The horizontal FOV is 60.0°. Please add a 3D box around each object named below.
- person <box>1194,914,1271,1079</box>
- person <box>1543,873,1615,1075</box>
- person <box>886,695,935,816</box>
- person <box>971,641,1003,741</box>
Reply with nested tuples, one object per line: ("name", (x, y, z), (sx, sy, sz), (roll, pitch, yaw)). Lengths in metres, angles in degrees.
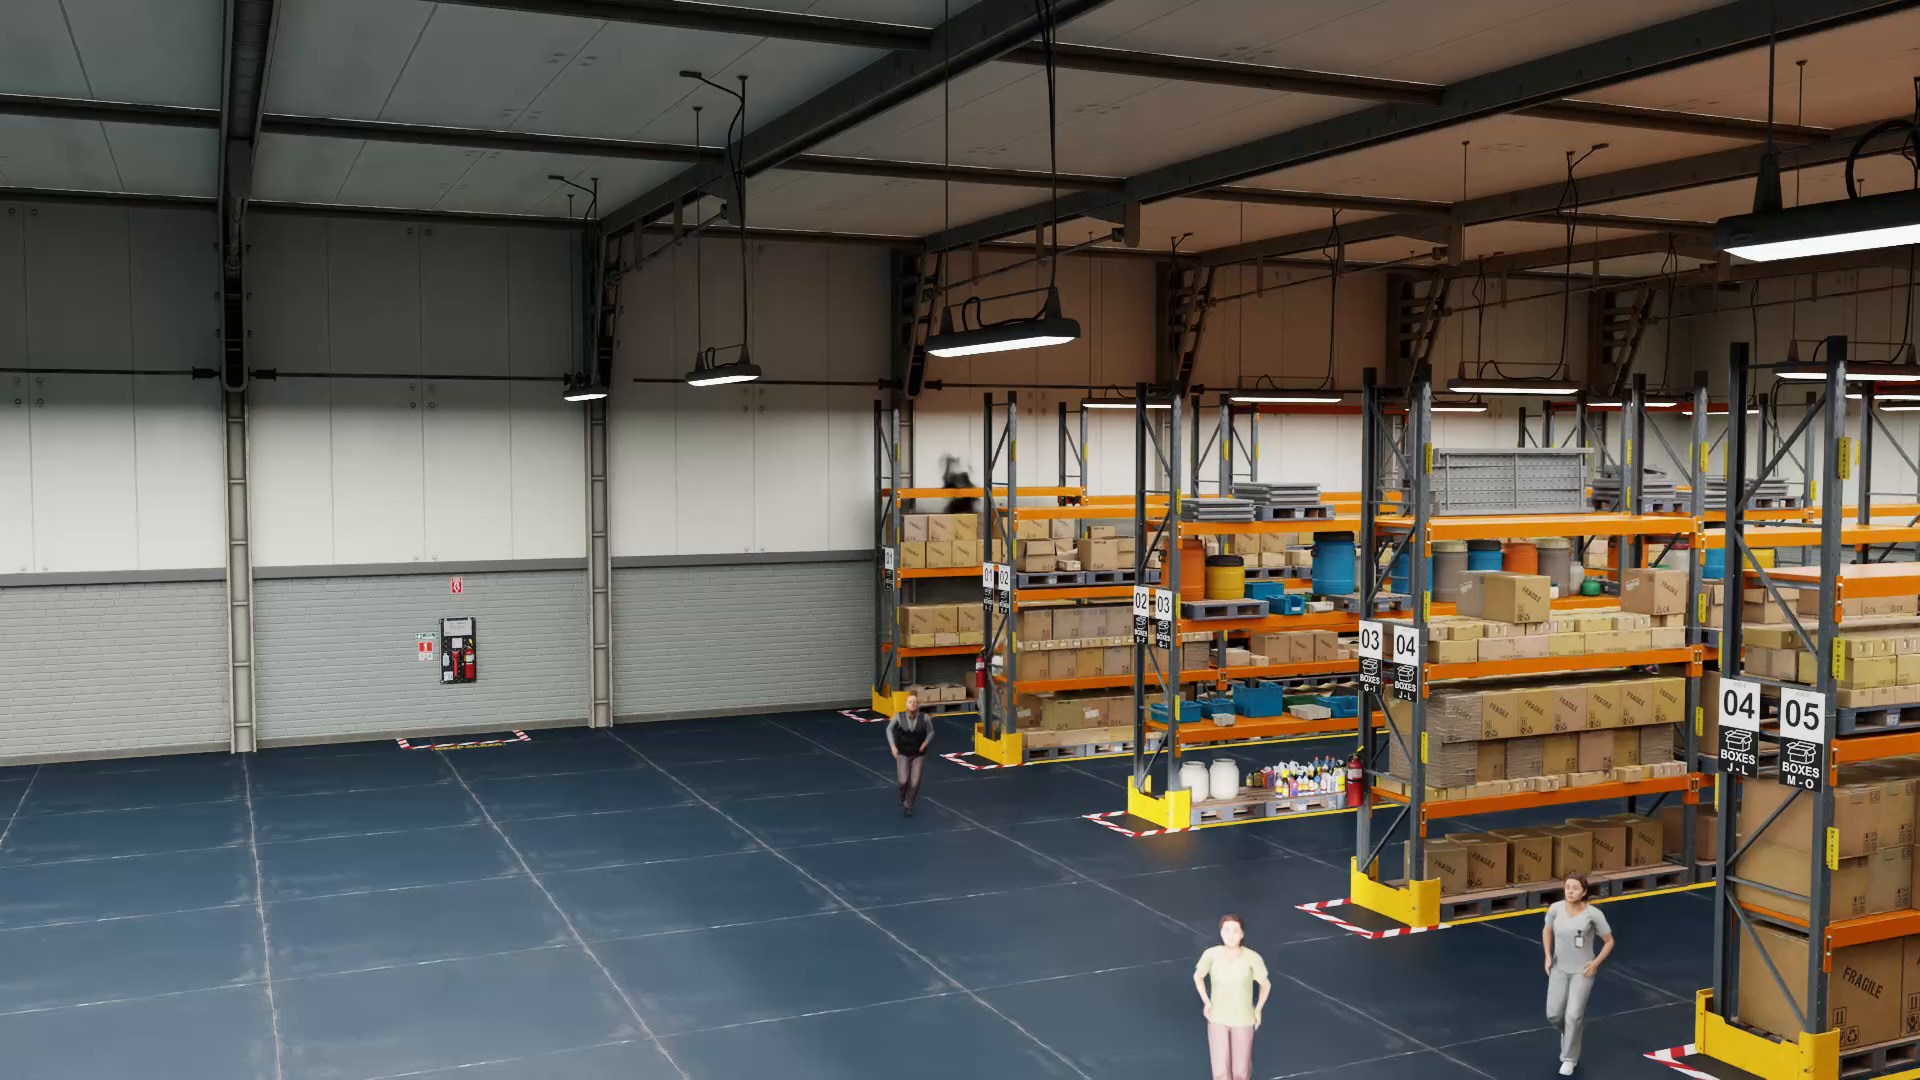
("person", (2.048, 3.630, 12.567), (0.581, 1.629, 0.669), (1, 3, 14))
("person", (5.101, 3.551, 13.740), (0.582, 1.642, 0.563), (2, 4, 36))
("person", (-0.674, 2.989, 23.046), (0.670, 1.680, 0.565), (0, 3, -6))
("person", (0.557, 2.620, 29.033), (0.785, 1.754, 0.736), (-3, 4, -42))
